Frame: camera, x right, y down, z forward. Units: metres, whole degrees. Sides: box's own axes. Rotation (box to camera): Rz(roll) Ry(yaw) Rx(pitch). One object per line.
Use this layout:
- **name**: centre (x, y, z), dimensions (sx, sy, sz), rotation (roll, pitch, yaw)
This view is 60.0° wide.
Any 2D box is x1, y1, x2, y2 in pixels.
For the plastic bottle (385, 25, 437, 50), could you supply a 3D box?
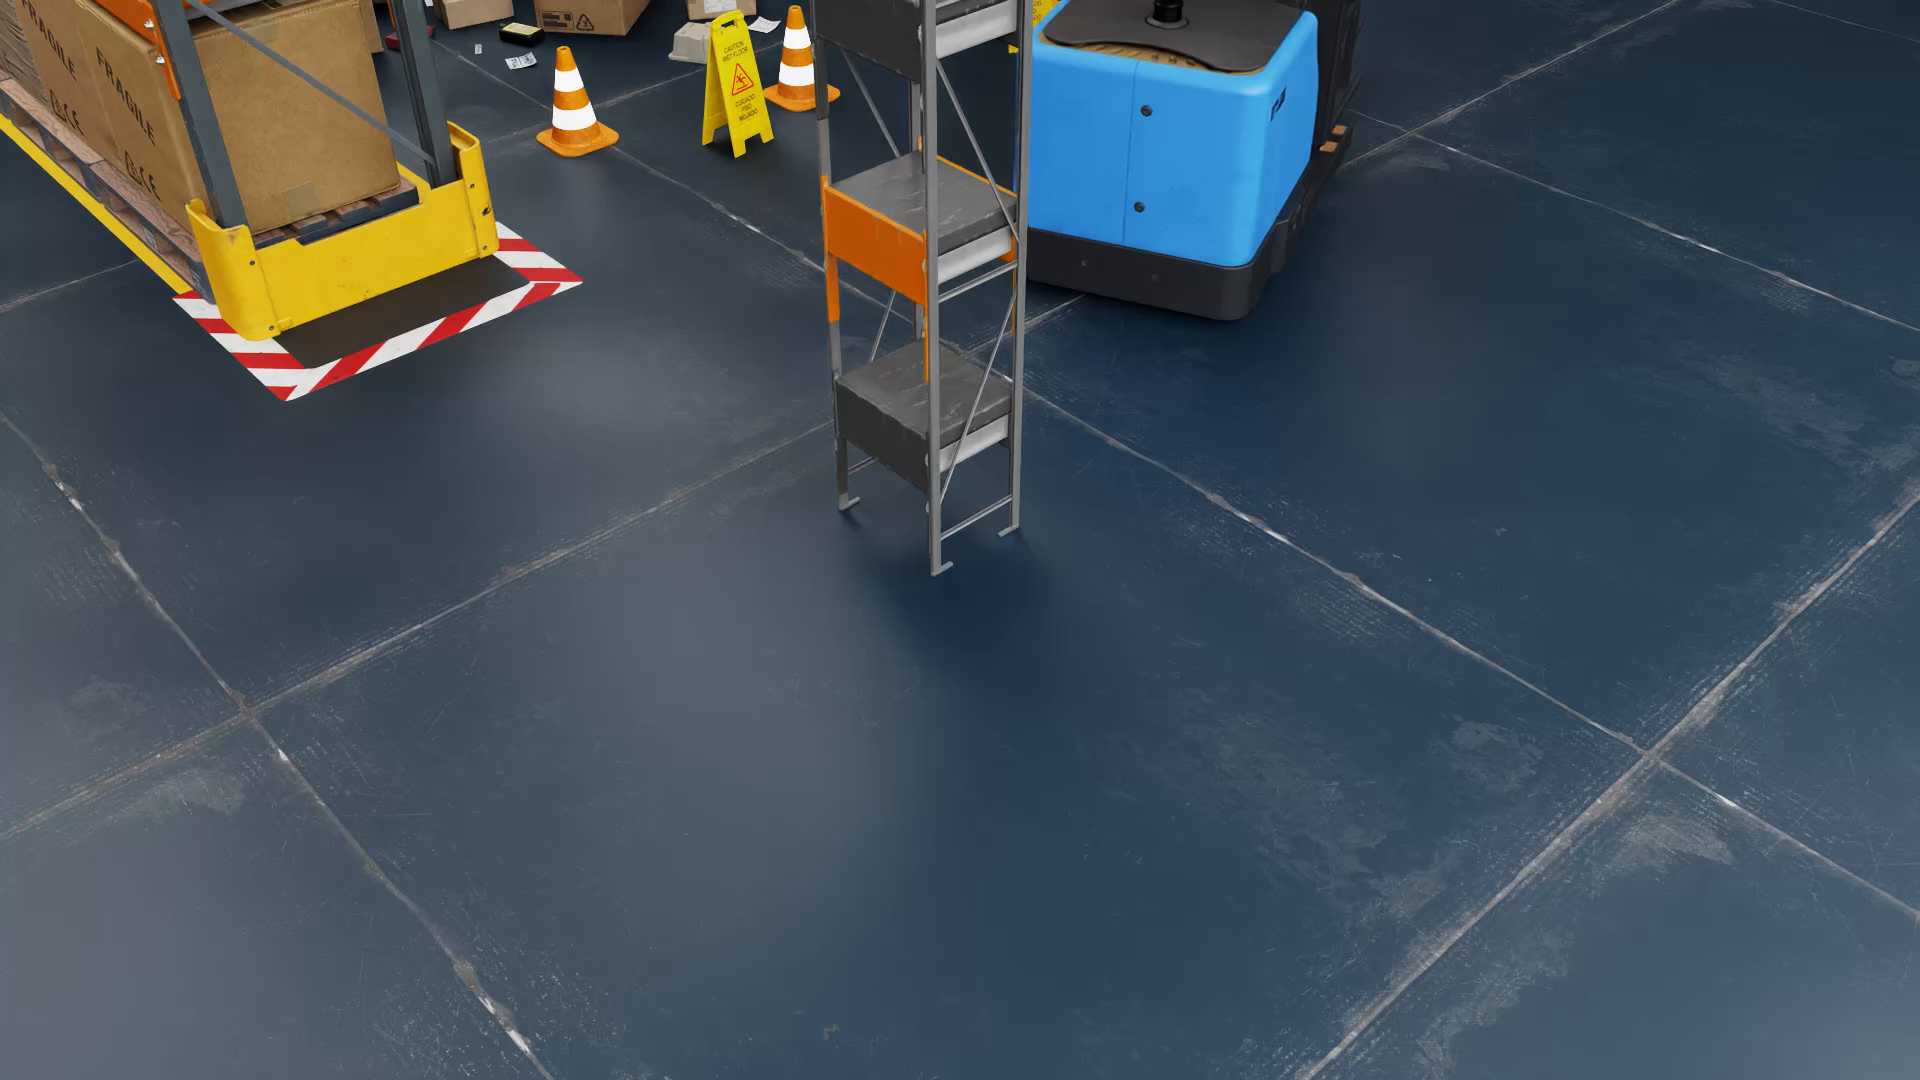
- **plastic bottle**: centre (-3.009, -2.775, 9.137), dimensions (0.133, 0.061, 0.283), rotation (18, 42, 21)

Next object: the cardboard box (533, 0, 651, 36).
- **cardboard box**: centre (-2.045, -3.211, 9.326), dimensions (0.637, 0.503, 0.797), rotation (5, 39, 6)

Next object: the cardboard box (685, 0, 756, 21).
- **cardboard box**: centre (-1.366, -3.084, 9.451), dimensions (0.380, 0.149, 0.250), rotation (-8, 40, -10)

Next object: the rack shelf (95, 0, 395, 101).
- **rack shelf**: centre (-3.923, -2.941, 7.577), dimensions (1.077, 0.370, 4.000), rotation (-30, 48, -32)

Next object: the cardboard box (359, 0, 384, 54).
- **cardboard box**: centre (-3.469, -2.893, 8.932), dimensions (0.500, 0.500, 0.500), rotation (-22, 44, -25)

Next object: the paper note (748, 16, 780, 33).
- **paper note**: centre (-1.098, -2.882, 9.294), dimensions (0.142, 0.019, 0.148), rotation (18, 42, 21)

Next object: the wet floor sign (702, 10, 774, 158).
- **wet floor sign**: centre (-1.092, -2.207, 7.970), dimensions (0.232, 0.644, 0.267), rotation (26, 45, 28)

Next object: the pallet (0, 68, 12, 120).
- **pallet**: centre (-4.819, -2.676, 8.896), dimensions (1.003, 0.211, 1.213), rotation (-30, 48, -32)

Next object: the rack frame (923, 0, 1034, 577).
- **rack frame**: centre (0.053, -0.781, 5.045), dimensions (0.400, 2.100, 0.015), rotation (-30, 48, -32)

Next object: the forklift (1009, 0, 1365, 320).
- **forklift**: centre (1.245, -2.956, 7.078), dimensions (1.130, 2.935, 3.031), rotation (15, 41, 18)

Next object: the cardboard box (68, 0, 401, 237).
- **cardboard box**: centre (-3.077, -1.918, 7.094), dimensions (0.875, 0.875, 0.875), rotation (-30, 47, -32)

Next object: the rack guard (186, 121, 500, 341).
- **rack guard**: centre (-2.554, -1.312, 6.976), dimensions (1.175, 0.500, 0.348), rotation (-30, 48, -32)

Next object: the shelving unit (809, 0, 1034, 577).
- **shelving unit**: centre (-0.112, -0.893, 5.185), dimensions (0.431, 2.100, 0.503), rotation (-30, 48, -32)

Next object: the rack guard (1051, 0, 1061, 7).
- **rack guard**: centre (0.956, -3.508, 9.696), dimensions (1.175, 0.500, 0.348), rotation (-30, 48, -32)

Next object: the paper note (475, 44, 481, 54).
- **paper note**: centre (-2.622, -2.673, 9.051), dimensions (0.032, 0.001, 0.123), rotation (-8, 40, -10)

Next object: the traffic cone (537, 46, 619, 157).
- **traffic cone**: centre (-1.883, -2.158, 8.053), dimensions (0.336, 0.463, 0.334), rotation (-30, 48, -32)

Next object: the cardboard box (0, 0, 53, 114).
- **cardboard box**: centre (-4.289, -2.747, 8.121), dimensions (0.875, 0.875, 0.875), rotation (-30, 47, -31)

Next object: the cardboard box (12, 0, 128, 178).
- **cardboard box**: centre (-3.674, -2.324, 7.597), dimensions (0.875, 0.875, 0.875), rotation (-31, 48, -32)

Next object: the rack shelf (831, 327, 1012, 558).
- **rack shelf**: centre (-0.112, -0.338, 5.634), dimensions (0.431, 0.518, 0.480), rotation (-30, 48, -32)

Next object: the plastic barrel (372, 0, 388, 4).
- **plastic barrel**: centre (-3.378, -3.271, 9.463), dimensions (0.512, 0.421, 0.421), rotation (-2, 39, -2)

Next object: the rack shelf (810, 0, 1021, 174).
- **rack shelf**: centre (-0.112, -1.427, 4.754), dimensions (0.431, 0.518, 0.480), rotation (-30, 48, -32)

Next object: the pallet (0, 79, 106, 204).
- **pallet**: centre (-3.989, -2.112, 8.197), dimensions (1.003, 0.211, 1.213), rotation (-30, 48, -32)

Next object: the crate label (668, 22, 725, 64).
- **crate label**: centre (-1.398, -2.691, 8.973), dimensions (0.298, 0.136, 0.250), rotation (11, 40, 13)

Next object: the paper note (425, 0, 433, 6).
- **paper note**: centre (-3.009, -3.137, 9.617), dimensions (0.172, 0.023, 0.155), rotation (-15, 41, -17)

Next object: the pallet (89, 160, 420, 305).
- **pallet**: centre (-3.168, -1.547, 7.498), dimensions (1.003, 0.211, 1.213), rotation (-30, 48, -32)

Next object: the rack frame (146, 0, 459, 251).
- **rack frame**: centre (-2.570, -2.295, 6.205), dimensions (1.000, 3.000, 0.127), rotation (-30, 48, -32)

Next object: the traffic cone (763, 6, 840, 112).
- **traffic cone**: centre (-0.821, -2.480, 8.453), dimensions (0.336, 0.463, 0.334), rotation (-30, 48, -32)

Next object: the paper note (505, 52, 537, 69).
- **paper note**: centre (-2.352, -2.567, 8.906), dimensions (0.144, 0.017, 0.142), rotation (-15, 41, -17)

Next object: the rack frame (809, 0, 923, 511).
- **rack frame**: centre (-0.277, -1.006, 5.325), dimensions (0.400, 2.100, 0.015), rotation (-30, 48, -32)

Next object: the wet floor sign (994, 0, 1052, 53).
- **wet floor sign**: centre (0.348, -2.987, 8.935), dimensions (0.267, 0.644, 0.232), rotation (-15, 41, -17)

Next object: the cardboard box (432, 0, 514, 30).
- **cardboard box**: centre (-2.756, -3.070, 9.340), dimensions (0.396, 0.266, 0.258), rotation (-22, 44, -25)

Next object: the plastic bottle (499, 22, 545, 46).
- **plastic bottle**: centre (-2.439, -2.792, 9.158), dimensions (0.283, 0.061, 0.133), rotation (18, 42, 21)

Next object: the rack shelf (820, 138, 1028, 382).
- **rack shelf**: centre (-0.112, -0.883, 5.194), dimensions (0.431, 0.518, 0.480), rotation (-30, 48, -32)
